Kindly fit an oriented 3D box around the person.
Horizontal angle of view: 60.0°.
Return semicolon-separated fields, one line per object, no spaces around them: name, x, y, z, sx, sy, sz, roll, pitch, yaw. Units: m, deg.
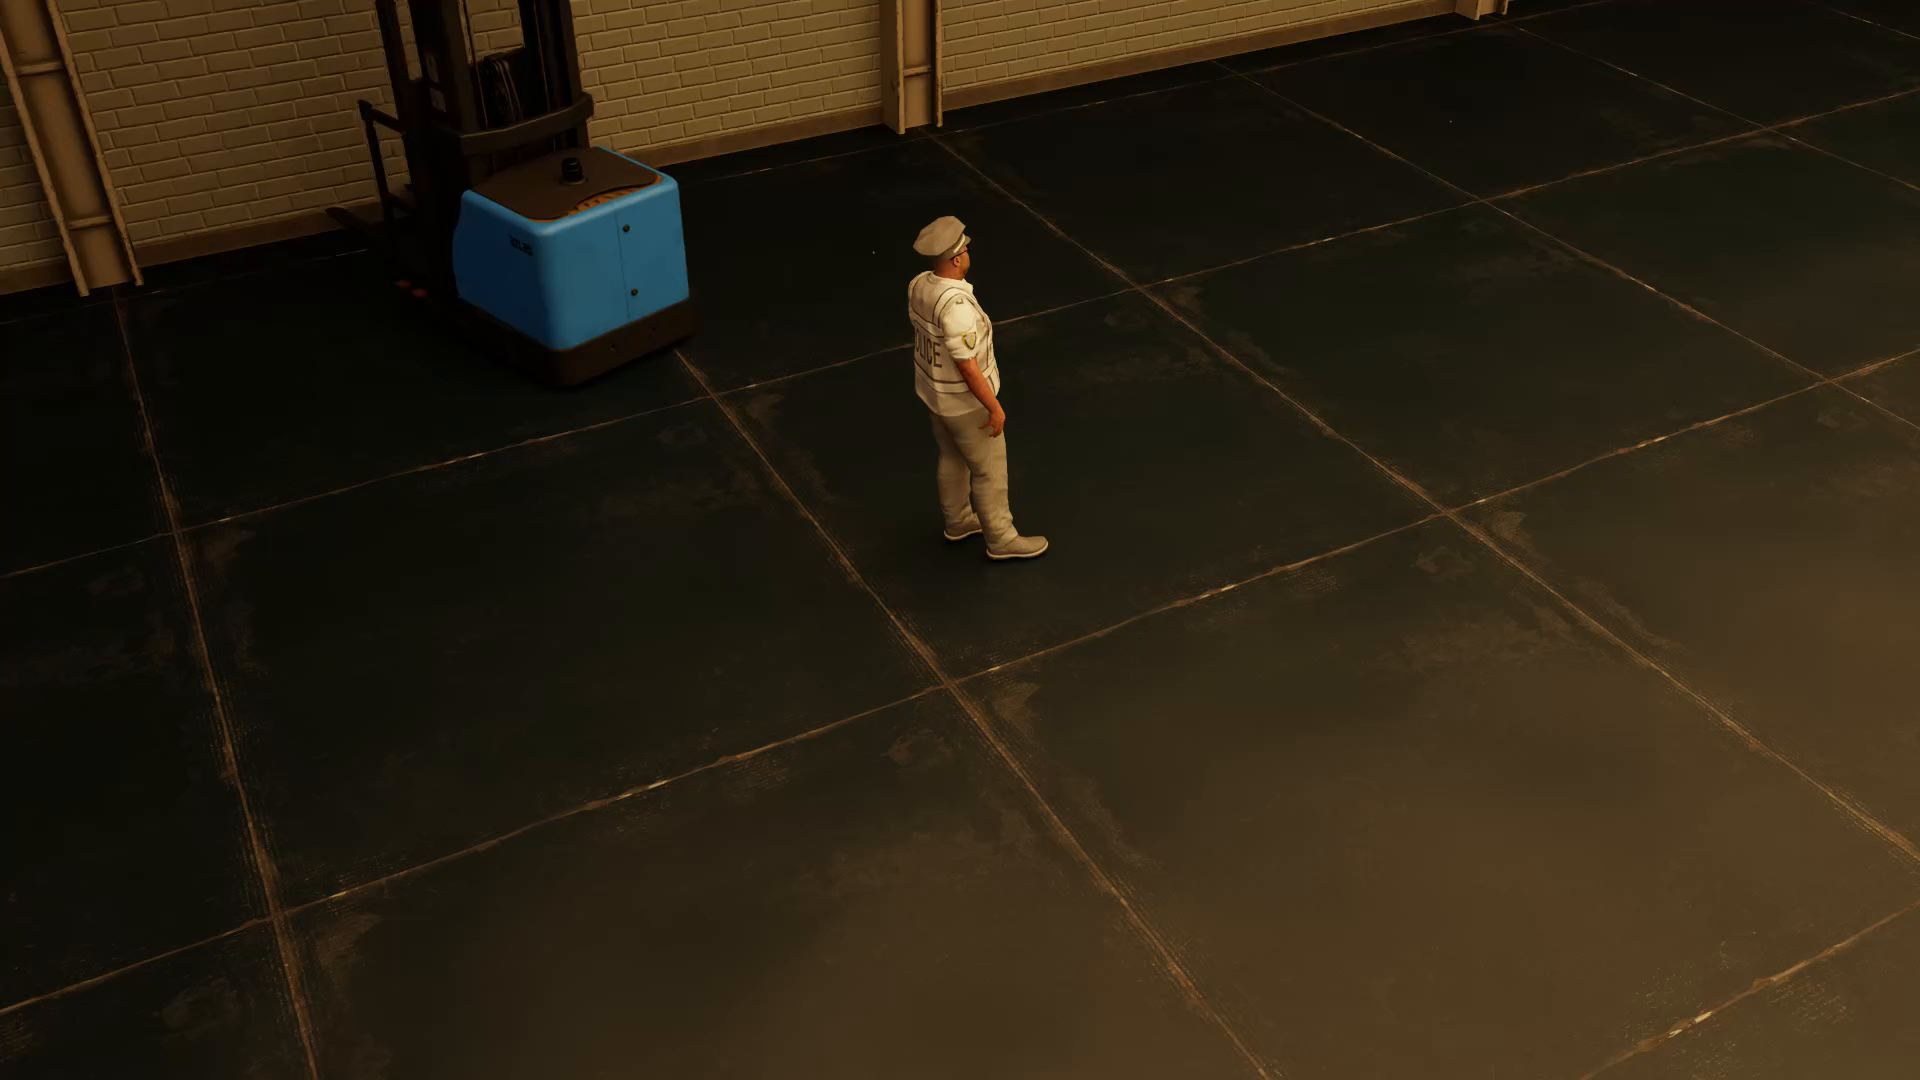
person;0.074;-0.750;8.165;0.574;1.781;0.641;-17;39;-23

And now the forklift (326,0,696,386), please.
forklift;-3.068;-2.840;10.141;3.031;2.935;1.130;29;44;34
